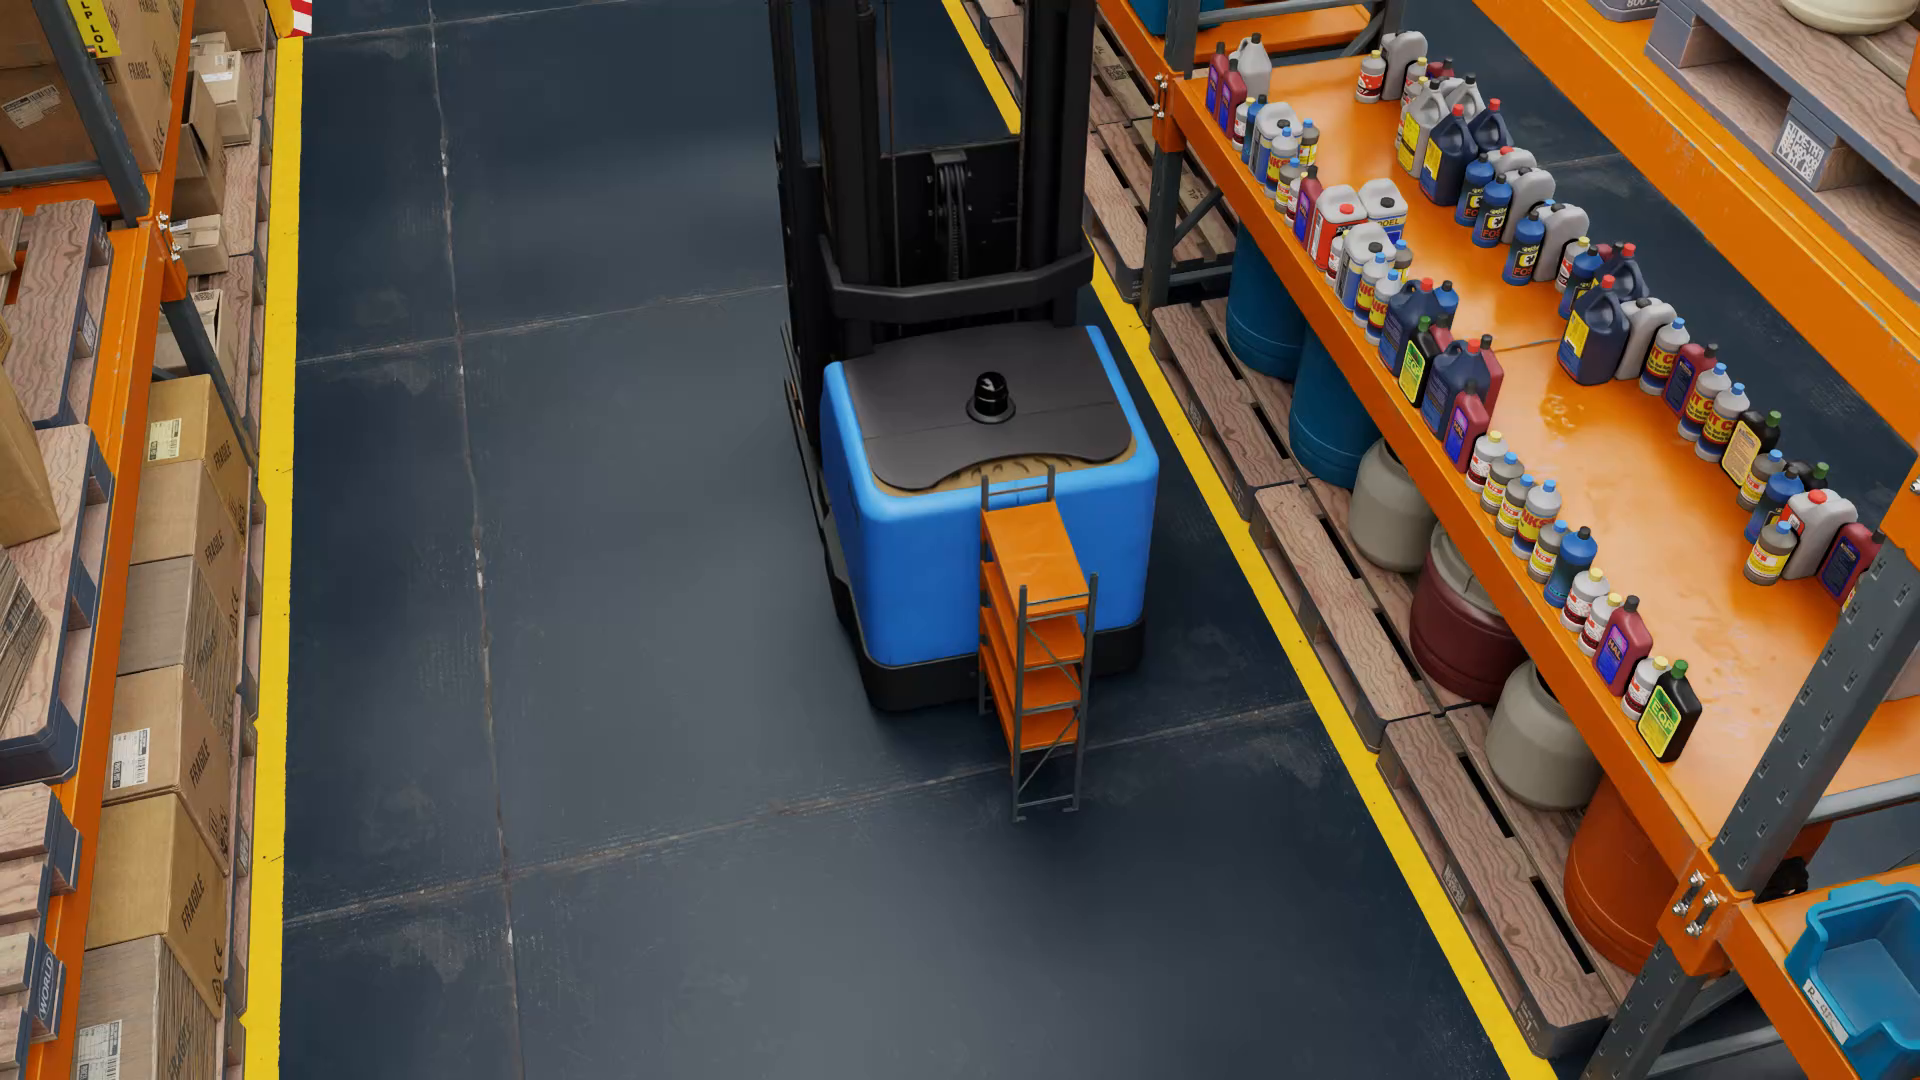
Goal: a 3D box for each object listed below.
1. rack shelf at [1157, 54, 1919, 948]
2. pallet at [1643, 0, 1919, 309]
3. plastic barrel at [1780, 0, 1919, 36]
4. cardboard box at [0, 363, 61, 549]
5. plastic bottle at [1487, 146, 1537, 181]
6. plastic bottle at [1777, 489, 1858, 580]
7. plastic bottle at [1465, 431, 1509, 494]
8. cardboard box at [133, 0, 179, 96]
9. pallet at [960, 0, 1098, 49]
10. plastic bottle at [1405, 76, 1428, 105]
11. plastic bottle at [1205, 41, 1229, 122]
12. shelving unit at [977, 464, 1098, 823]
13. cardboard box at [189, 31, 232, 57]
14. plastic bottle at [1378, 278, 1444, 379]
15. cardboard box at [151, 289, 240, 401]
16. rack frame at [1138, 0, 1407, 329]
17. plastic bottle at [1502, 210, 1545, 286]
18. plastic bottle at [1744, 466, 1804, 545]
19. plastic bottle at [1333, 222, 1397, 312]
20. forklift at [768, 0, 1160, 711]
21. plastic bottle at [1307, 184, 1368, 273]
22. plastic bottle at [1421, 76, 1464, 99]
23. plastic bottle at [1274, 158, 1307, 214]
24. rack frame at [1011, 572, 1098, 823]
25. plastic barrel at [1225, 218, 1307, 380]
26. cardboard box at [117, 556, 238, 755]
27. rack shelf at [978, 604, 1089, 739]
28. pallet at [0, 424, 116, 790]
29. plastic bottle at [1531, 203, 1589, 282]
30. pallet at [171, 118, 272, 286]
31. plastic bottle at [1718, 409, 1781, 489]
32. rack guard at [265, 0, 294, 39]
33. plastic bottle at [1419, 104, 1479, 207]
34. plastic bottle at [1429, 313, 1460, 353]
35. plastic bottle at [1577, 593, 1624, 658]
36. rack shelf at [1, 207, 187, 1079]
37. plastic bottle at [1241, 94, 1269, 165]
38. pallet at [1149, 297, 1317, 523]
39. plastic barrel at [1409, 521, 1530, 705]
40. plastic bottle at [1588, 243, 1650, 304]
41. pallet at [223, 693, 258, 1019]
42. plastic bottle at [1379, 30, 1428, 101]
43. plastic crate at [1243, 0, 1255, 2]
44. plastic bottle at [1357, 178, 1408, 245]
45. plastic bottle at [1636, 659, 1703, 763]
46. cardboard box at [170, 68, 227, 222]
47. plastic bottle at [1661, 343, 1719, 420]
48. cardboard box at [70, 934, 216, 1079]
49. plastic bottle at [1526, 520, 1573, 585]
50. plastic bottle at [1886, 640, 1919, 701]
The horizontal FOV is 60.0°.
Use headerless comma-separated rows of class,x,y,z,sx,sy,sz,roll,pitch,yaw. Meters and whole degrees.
rack shelf,1.847,-0.529,5.672,1.077,0.370,4.000,-11,47,-10
pallet,2.257,-0.929,3.593,1.003,0.211,1.213,-11,47,-10
plastic barrel,1.942,-1.262,3.589,0.301,0.262,0.301,0,46,0
cardboard box,-2.943,-0.232,4.513,0.700,0.500,0.500,-22,50,-20
plastic bottle,1.971,-1.304,6.015,0.152,0.276,0.135,-11,47,-10
plastic bottle,2.442,-0.034,4.770,0.152,0.276,0.135,-11,47,-10
plastic bottle,1.597,-0.244,5.028,0.097,0.201,0.097,0,46,0
cardboard box,-3.456,-2.048,6.587,0.500,0.500,0.500,-10,46,-10
pallet,0.484,-3.370,9.905,1.003,0.211,1.213,-11,47,-10
plastic bottle,1.779,-1.701,6.455,0.097,0.201,0.097,0,46,0
plastic bottle,1.016,-1.789,6.485,0.061,0.283,0.133,-11,47,-10
shelving unit,0.241,0.371,5.547,0.258,1.200,0.503,-9,46,-9
cardboard box,-4.085,-2.556,8.830,0.380,0.166,0.250,-11,47,-10
plastic bottle,1.468,-0.710,5.380,0.144,0.351,0.185,-11,47,-10
cardboard box,-3.353,-0.800,7.009,0.500,0.311,0.500,-11,47,-10
rack frame,1.335,-2.161,6.768,1.000,3.000,0.127,-11,47,-10
plastic bottle,1.949,-1.014,5.734,0.097,0.271,0.097,0,46,0
plastic bottle,2.380,-0.106,4.844,0.097,0.271,0.097,0,46,0
plastic bottle,1.381,-0.929,5.647,0.152,0.276,0.135,-11,47,-10
forklift,-0.144,-1.477,6.145,1.130,2.935,3.031,-9,46,-9
plastic bottle,1.322,-1.089,5.804,0.152,0.276,0.135,-11,47,-10
plastic bottle,1.841,-1.653,6.356,0.152,0.276,0.135,-11,47,-10
plastic bottle,1.207,-1.298,6.061,0.097,0.201,0.097,0,46,0
rack frame,0.295,0.541,5.380,0.240,1.200,0.015,-9,46,-9
plastic barrel,1.457,-1.195,6.996,0.600,0.901,0.708,-11,47,-10
cardboard box,-2.805,0.440,5.661,0.500,0.500,0.500,-10,46,-10
rack shelf,0.241,0.418,5.595,0.258,0.148,0.480,-9,46,-9
pallet,-2.933,0.229,4.560,1.003,0.211,1.213,-11,47,-10
plastic bottle,2.064,-1.051,5.767,0.152,0.276,0.135,-11,47,-10
pallet,-3.946,-1.600,8.171,1.003,0.211,1.213,-11,47,-10
plastic bottle,2.393,-0.296,5.022,0.061,0.283,0.133,-11,47,-10
rack guard,-4.459,-3.092,9.431,1.175,0.500,0.348,-11,47,-10
plastic bottle,1.794,-1.415,6.071,0.144,0.351,0.185,-11,47,-10
plastic bottle,1.527,-0.580,5.300,0.061,0.283,0.133,-11,47,-10
plastic bottle,1.772,0.226,4.567,0.097,0.201,0.097,0,46,0
rack shelf,-2.943,0.374,4.787,1.077,0.370,4.000,-11,47,-10
plastic bottle,1.122,-1.549,6.258,0.097,0.271,0.097,0,46,0
pallet,1.492,-0.645,7.234,1.003,0.211,1.213,-11,47,-10
plastic barrel,1.928,0.183,5.865,0.600,0.588,0.708,-11,47,-10
plastic bottle,2.168,-0.809,5.477,0.144,0.351,0.185,-11,47,-10
pallet,-2.894,1.116,5.508,1.003,0.211,1.213,-11,47,-10
plastic bottle,1.748,-1.905,6.603,0.152,0.276,0.135,-11,47,-10
plastic crate,1.354,-2.437,7.181,0.396,0.136,0.243,-11,47,-10
plastic bottle,1.469,-1.117,5.832,0.152,0.276,0.135,-11,47,-10
plastic bottle,1.843,0.440,4.300,0.061,0.283,0.133,-11,47,-10
cardboard box,-3.941,-1.835,7.888,0.797,0.503,0.637,-11,47,-10
plastic bottle,2.309,-0.523,5.244,0.061,0.283,0.133,-11,47,-10
cardboard box,-2.410,1.497,4.624,0.500,0.500,0.500,-12,47,-12
plastic bottle,1.697,0.025,4.765,0.097,0.201,0.097,0,46,0
plastic bottle,2.560,0.286,4.456,0.152,0.276,0.135,-11,47,-10
